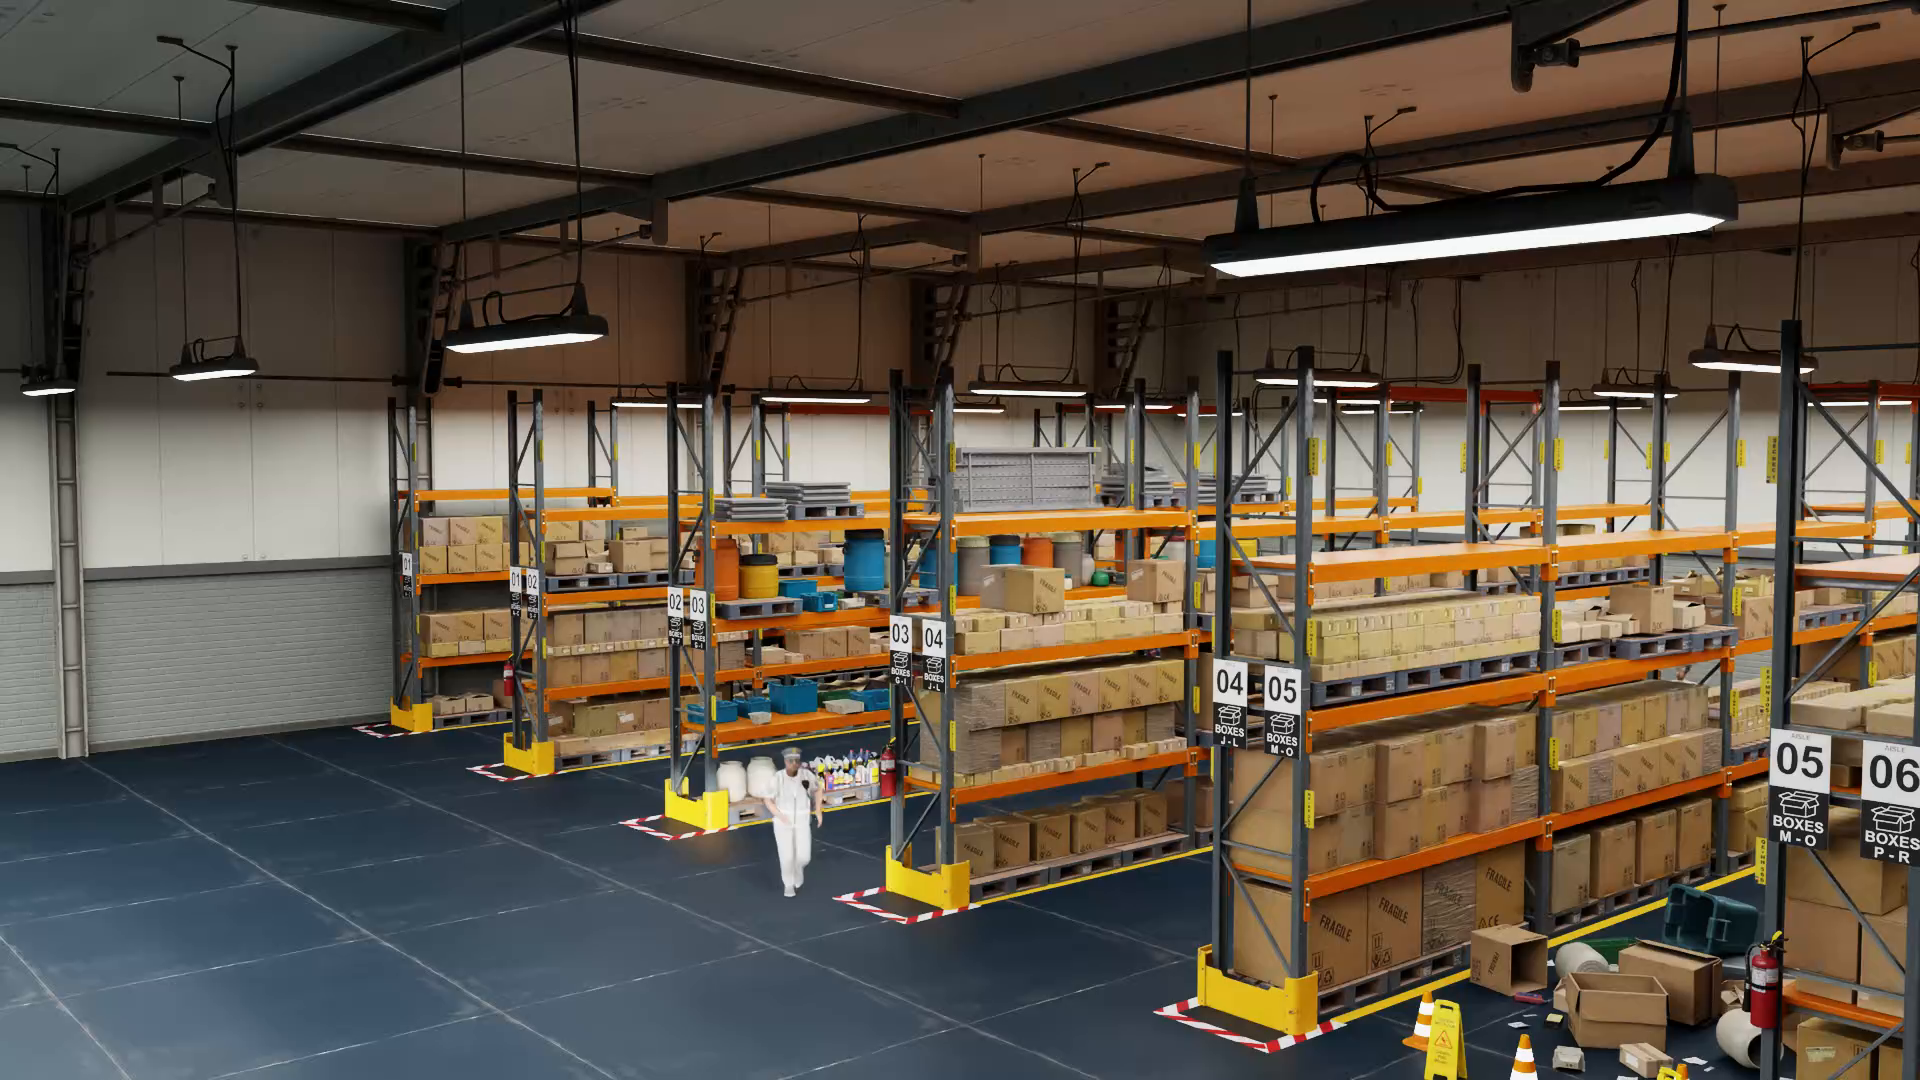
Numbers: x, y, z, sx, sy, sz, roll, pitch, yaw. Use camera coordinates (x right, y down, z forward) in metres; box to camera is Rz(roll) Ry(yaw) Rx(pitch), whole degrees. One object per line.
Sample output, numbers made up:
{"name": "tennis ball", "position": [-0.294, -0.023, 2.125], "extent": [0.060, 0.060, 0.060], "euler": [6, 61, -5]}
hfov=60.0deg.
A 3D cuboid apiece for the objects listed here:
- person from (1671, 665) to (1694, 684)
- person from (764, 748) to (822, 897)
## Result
{"name": "person", "position": [11.547, 2.782, 26.623], "extent": [0.613, 1.652, 0.678], "euler": [3, 5, 45]}
{"name": "person", "position": [-1.878, 3.203, 18.936], "extent": [0.690, 1.719, 0.606], "euler": [-1, 3, -16]}
